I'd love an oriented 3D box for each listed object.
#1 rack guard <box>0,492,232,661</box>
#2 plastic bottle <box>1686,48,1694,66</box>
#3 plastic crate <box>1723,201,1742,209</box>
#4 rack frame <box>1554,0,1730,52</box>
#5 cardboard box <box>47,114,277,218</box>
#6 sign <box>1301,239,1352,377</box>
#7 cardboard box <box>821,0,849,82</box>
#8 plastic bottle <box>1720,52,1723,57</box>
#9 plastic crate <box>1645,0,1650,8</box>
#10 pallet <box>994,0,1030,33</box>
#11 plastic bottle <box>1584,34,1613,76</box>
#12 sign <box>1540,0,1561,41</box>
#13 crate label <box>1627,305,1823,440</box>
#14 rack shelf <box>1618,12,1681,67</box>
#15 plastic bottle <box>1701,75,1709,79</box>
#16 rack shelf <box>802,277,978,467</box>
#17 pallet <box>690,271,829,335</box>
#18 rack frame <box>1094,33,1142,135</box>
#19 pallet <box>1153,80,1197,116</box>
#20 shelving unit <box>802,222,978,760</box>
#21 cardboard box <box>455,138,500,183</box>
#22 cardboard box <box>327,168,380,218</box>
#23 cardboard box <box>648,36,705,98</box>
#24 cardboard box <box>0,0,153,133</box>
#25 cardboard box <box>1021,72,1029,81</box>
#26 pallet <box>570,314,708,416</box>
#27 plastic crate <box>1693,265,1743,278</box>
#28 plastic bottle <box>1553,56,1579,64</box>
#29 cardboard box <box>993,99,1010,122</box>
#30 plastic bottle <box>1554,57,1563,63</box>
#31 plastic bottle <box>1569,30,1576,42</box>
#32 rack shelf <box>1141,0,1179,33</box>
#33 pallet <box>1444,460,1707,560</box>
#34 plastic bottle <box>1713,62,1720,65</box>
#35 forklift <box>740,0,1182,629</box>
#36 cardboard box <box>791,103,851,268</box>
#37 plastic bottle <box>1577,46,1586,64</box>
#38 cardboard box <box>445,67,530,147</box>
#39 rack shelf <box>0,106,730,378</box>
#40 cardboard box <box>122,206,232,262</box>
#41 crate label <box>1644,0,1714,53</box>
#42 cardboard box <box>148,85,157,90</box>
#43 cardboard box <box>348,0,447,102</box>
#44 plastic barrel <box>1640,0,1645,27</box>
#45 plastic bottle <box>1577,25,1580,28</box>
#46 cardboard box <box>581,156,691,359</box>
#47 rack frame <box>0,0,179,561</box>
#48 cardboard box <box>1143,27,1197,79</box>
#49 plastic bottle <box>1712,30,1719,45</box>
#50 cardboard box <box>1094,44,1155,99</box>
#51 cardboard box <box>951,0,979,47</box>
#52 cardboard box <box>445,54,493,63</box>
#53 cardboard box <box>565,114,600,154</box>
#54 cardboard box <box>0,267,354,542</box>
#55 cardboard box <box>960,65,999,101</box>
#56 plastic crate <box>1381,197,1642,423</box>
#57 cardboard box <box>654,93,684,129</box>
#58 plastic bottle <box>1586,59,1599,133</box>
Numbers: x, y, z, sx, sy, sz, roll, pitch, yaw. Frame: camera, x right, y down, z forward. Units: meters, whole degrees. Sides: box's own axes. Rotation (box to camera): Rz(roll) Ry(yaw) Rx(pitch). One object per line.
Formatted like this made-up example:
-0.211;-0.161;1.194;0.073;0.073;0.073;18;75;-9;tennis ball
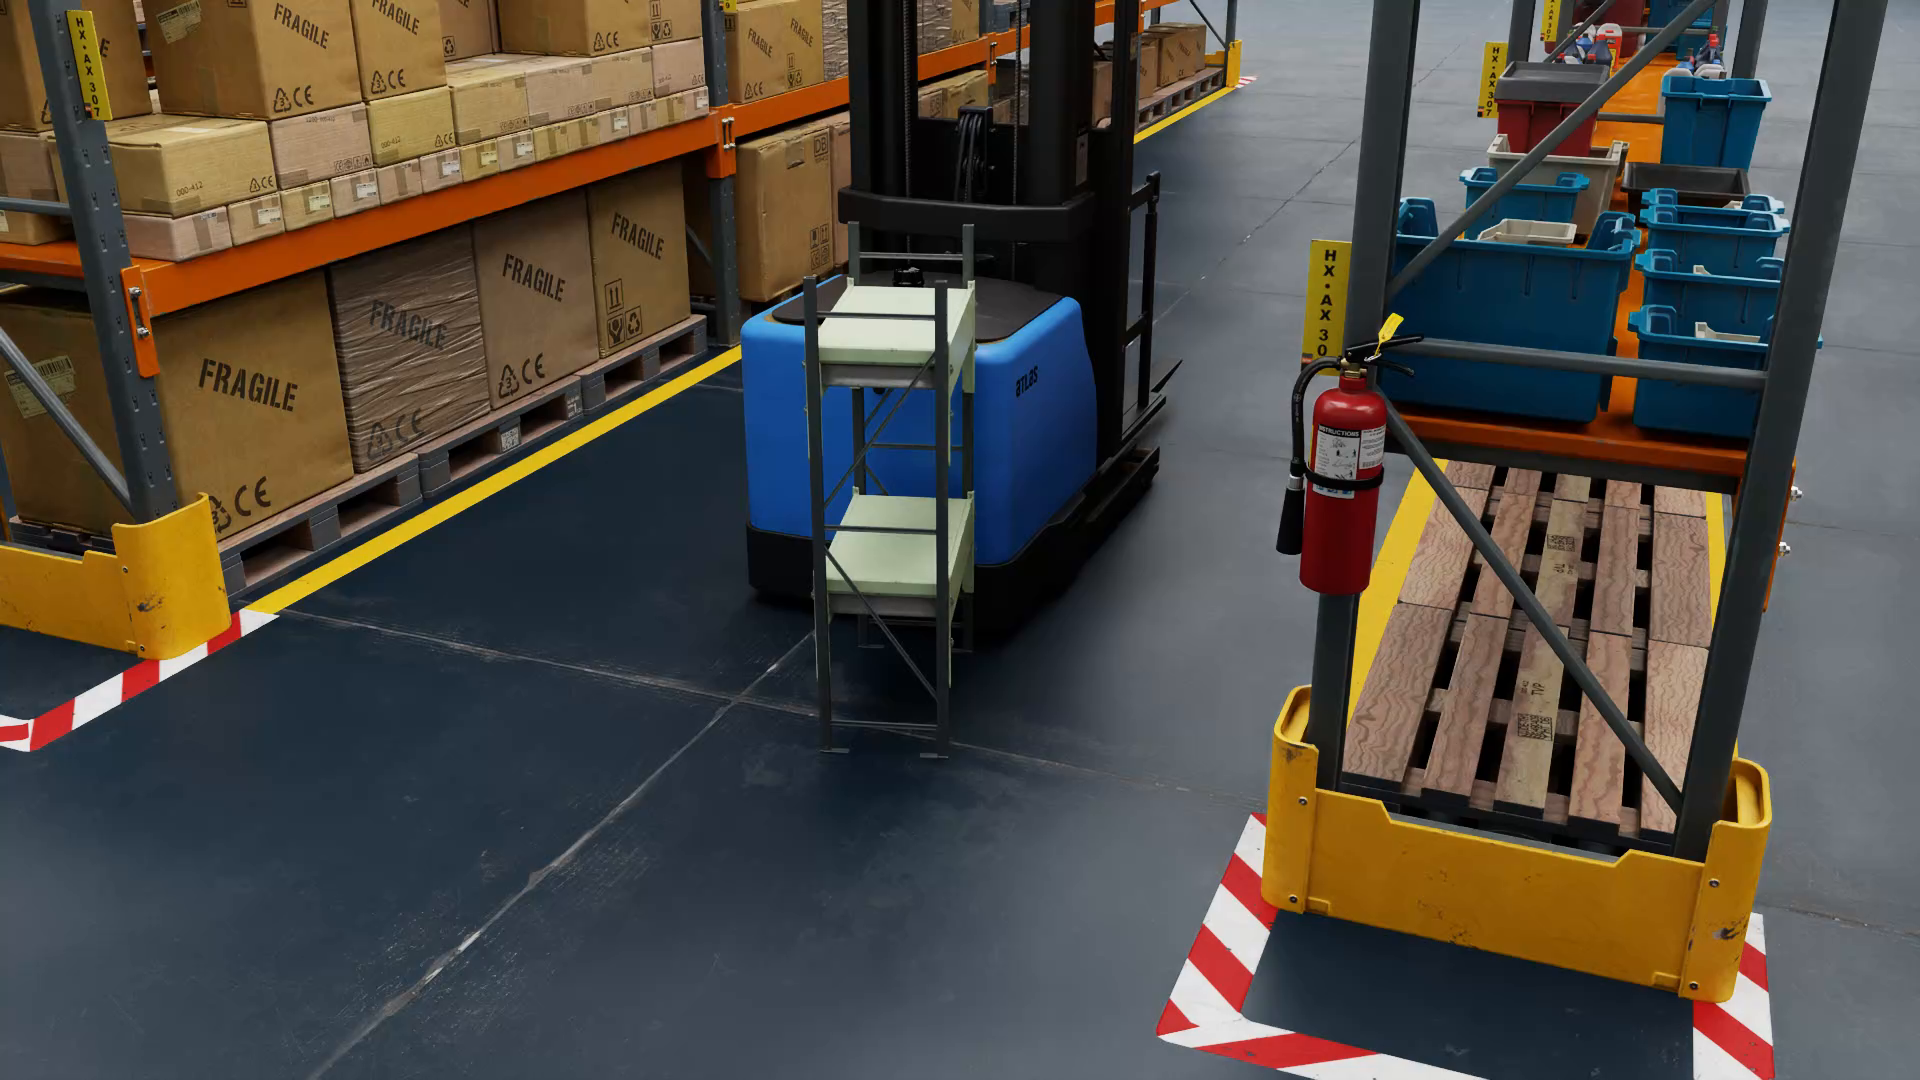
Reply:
-3.215;0.049;5.983;1.175;0.500;0.348;9;24;20;rack guard
3.983;-2.552;9.119;0.061;0.283;0.133;9;24;20;plastic bottle
2.510;-1.075;5.695;0.293;0.136;0.466;9;24;20;plastic crate
4.364;-3.266;10.678;1.000;3.000;0.127;9;24;20;rack frame
-2.777;-1.314;5.812;0.500;0.250;0.500;8;24;19;cardboard box
0.876;-0.552;3.967;0.100;0.325;0.005;9;24;20;sign
-0.945;-3.078;10.097;0.500;0.500;0.500;8;24;19;cardboard box
4.067;-2.484;8.956;0.061;0.283;0.133;9;24;20;plastic bottle
6.162;-4.838;14.522;0.767;0.338;0.504;9;24;20;plastic crate
-0.069;-4.157;13.060;1.213;0.211;1.003;9;24;20;pallet
3.516;-2.608;9.167;0.144;0.351;0.185;9;24;20;plastic bottle
3.851;-3.418;10.829;0.100;0.325;0.005;9;24;20;sign
1.790;-0.395;3.944;0.416;0.233;0.303;9;24;20;crate label
5.107;-3.650;12.530;1.077;0.370;4.000;9;24;20;rack shelf
3.325;-1.906;7.486;0.144;0.351;0.185;9;24;20;plastic bottle
-0.195;-0.526;5.052;0.431;0.370;0.720;2;23;6;rack shelf
-1.504;-1.544;10.173;1.003;0.211;1.213;9;24;20;pallet
1.251;-5.407;15.802;1.000;3.000;0.127;9;24;20;rack frame
1.919;-4.804;17.976;1.003;0.211;1.213;9;24;20;pallet
-0.195;-0.166;5.202;0.431;1.500;0.755;2;23;6;shelving unit
-2.198;-1.627;7.079;0.380;0.149;0.250;8;24;19;cardboard box
-2.483;-1.354;6.425;0.380;0.149;0.250;8;24;19;cardboard box
-1.641;-2.416;8.452;0.500;0.250;0.500;8;24;19;cardboard box
-3.269;-1.739;5.856;0.500;0.500;0.500;9;24;21;cardboard box
0.601;-3.871;14.799;0.700;0.500;0.500;7;24;15;cardboard box
-2.076;-0.996;8.861;1.003;0.211;1.213;9;24;20;pallet
2.238;-0.696;4.790;0.250;0.136;0.298;9;24;20;plastic crate
3.184;-2.407;8.782;0.152;0.276;0.135;9;24;20;plastic bottle
-0.004;-3.268;13.353;0.700;0.500;0.500;7;24;17;cardboard box
2.916;-2.188;8.160;0.144;0.351;0.185;9;24;20;plastic bottle
3.639;-2.897;9.945;0.061;0.283;0.133;9;24;20;plastic bottle
1.994;-5.791;17.654;1.077;0.370;4.000;9;24;20;rack shelf
2.641;-0.279;7.145;1.003;0.211;1.213;9;24;20;pallet
3.902;-2.339;8.624;0.097;0.271;0.097;0;23;0;plastic bottle
0.237;-1.577;6.724;1.130;2.935;3.031;9;24;20;forklift
-1.170;-2.309;10.598;1.225;0.875;0.875;8;24;18;cardboard box
3.388;-2.604;9.254;0.152;0.276;0.135;9;24;20;plastic bottle
-2.211;-1.867;7.138;0.500;0.250;0.500;8;24;19;cardboard box
-2.463;-1.496;7.374;1.077;0.370;4.000;9;24;20;rack shelf
-2.768;-1.076;5.761;0.380;0.149;0.250;9;24;21;cardboard box
4.984;-3.599;11.430;0.502;0.435;0.616;9;24;20;crate label
-6.043;-3.161;12.152;0.500;0.250;0.500;10;25;23;cardboard box
-2.405;-2.025;6.542;0.500;0.500;0.500;8;24;19;cardboard box
4.548;-3.717;11.611;0.421;0.512;0.421;0;23;0;plastic barrel
3.835;-3.061;10.353;0.097;0.271;0.097;0;23;0;plastic bottle
-2.040;-1.533;8.739;0.875;0.875;0.875;9;24;20;cardboard box
-3.206;-1.113;5.522;1.000;3.000;0.127;9;24;20;rack frame
2.299;-5.439;18.577;0.500;0.500;0.500;16;28;34;cardboard box
4.524;-2.924;10.010;0.061;0.283;0.133;9;24;20;plastic bottle
1.643;-4.791;17.025;0.500;0.500;0.500;18;29;37;cardboard box
-0.188;-3.809;11.849;0.500;0.500;0.500;10;25;22;cardboard box
-2.515;-2.118;7.737;0.500;0.250;0.500;9;24;21;cardboard box
-1.911;-1.904;7.742;0.380;0.149;0.250;9;24;21;cardboard box
-3.043;-0.566;6.426;0.875;0.875;0.875;9;24;20;cardboard box
-0.014;-3.615;13.212;0.500;0.250;0.500;10;25;22;cardboard box
1.343;-0.594;4.157;0.616;0.435;0.499;9;24;20;plastic crate
-1.625;-2.180;8.402;0.380;0.149;0.250;9;24;21;cardboard box
3.050;-2.167;8.111;0.144;0.351;0.185;9;24;20;plastic bottle
